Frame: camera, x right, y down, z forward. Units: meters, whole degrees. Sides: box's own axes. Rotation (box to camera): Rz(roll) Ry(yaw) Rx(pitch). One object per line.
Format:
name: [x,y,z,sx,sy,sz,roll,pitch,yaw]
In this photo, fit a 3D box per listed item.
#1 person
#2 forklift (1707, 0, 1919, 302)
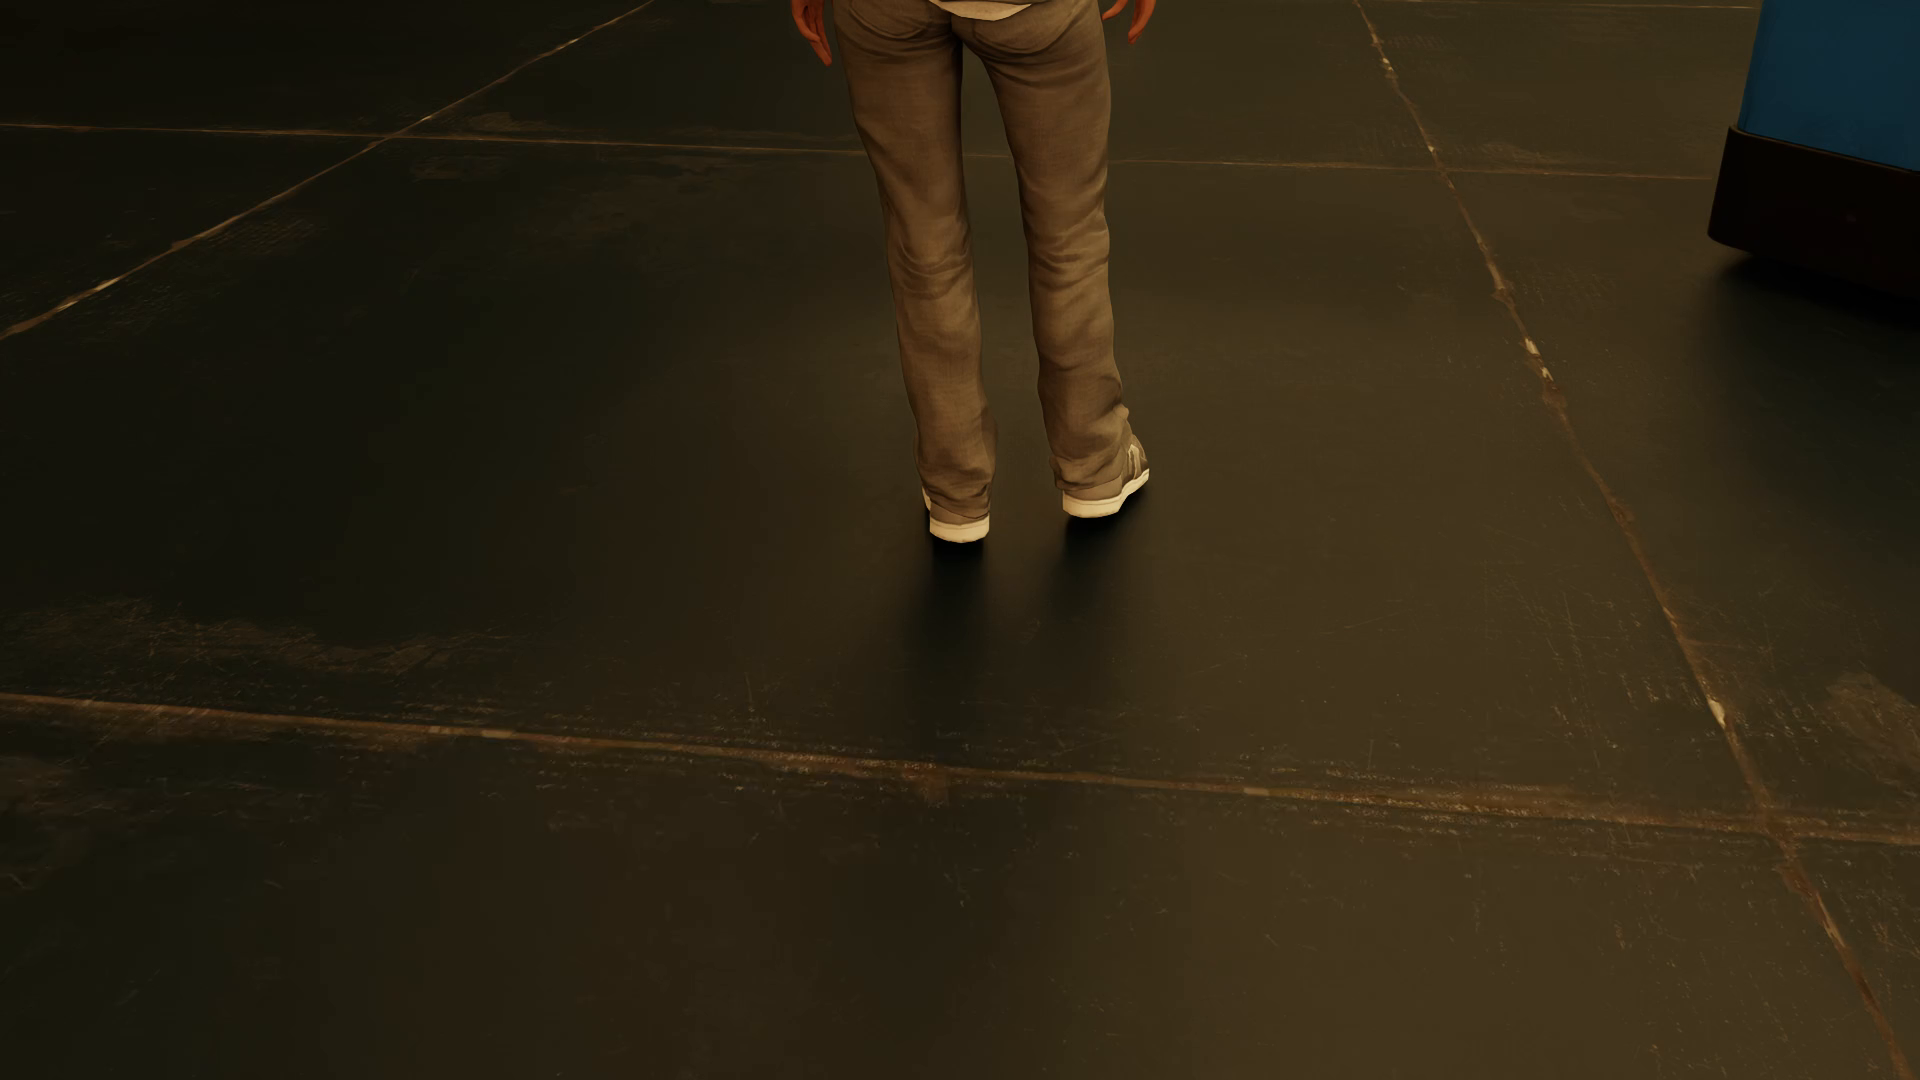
person: [0.024,-0.743,2.209,0.520,1.574,0.475,3,27,7]
forklift: [3.196,-2.057,3.340,3.031,2.935,1.130,-14,30,-26]
